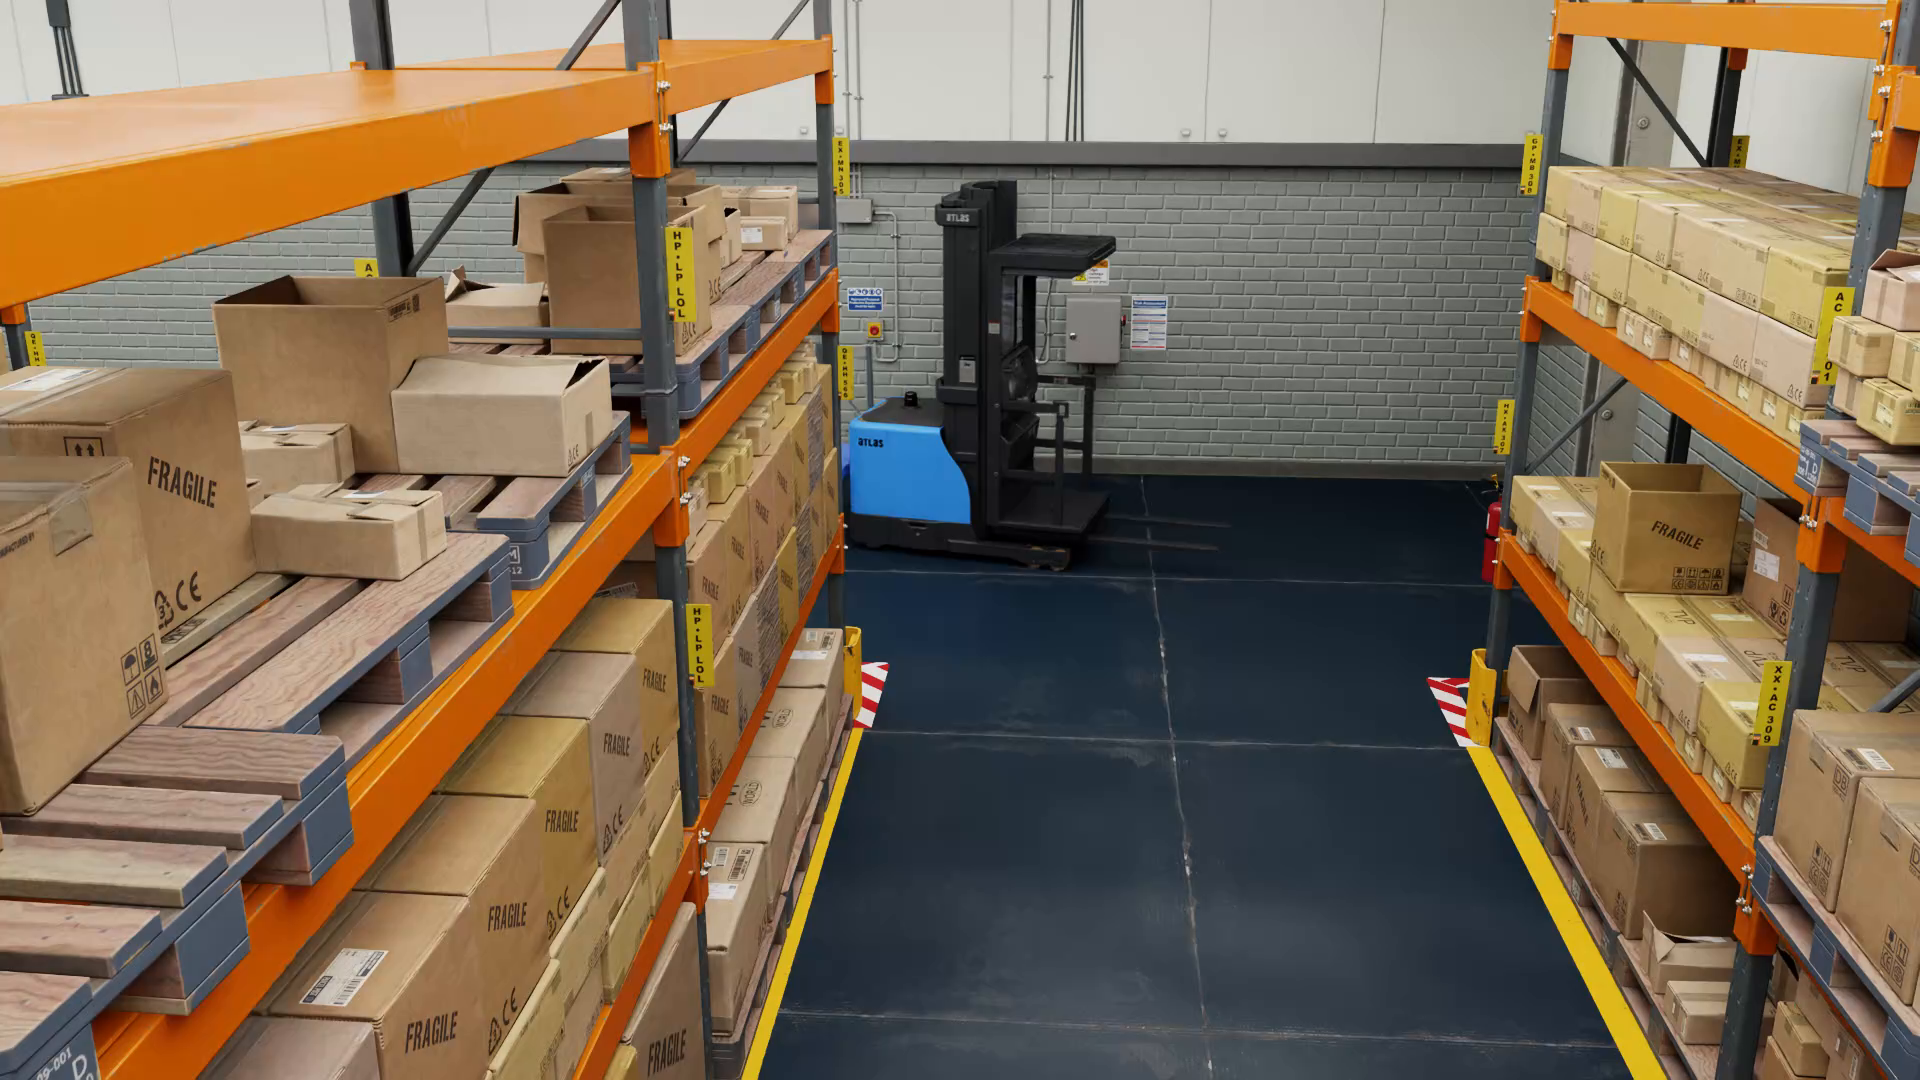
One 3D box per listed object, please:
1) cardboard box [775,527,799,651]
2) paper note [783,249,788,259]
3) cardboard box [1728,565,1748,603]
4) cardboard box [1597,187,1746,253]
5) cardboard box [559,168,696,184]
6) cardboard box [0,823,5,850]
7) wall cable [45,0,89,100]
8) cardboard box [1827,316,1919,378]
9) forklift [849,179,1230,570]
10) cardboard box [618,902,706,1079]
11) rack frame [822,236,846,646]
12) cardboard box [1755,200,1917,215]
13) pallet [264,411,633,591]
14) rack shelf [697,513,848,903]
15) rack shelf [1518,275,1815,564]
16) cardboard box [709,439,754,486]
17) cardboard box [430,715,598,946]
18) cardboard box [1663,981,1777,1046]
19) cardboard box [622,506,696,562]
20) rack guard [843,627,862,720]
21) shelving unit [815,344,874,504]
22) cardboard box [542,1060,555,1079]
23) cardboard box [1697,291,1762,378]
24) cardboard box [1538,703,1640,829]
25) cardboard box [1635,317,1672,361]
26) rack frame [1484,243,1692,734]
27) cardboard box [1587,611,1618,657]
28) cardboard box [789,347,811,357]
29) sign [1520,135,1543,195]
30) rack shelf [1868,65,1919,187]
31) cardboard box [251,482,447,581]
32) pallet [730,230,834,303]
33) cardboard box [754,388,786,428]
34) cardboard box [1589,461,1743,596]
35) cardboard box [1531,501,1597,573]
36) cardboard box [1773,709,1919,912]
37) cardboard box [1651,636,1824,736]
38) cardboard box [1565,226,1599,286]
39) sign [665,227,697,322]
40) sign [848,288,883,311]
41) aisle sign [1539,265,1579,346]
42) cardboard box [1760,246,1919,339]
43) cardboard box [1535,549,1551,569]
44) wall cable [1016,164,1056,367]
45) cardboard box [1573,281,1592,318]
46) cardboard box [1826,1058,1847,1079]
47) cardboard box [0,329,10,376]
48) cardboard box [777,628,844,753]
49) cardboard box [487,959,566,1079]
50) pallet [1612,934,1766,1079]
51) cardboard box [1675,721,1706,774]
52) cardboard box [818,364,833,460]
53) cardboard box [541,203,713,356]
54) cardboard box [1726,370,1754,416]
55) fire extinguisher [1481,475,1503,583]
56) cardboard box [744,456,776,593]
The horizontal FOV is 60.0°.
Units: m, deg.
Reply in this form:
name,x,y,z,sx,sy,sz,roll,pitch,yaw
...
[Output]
name,x,y,z,sx,sy,sz,roll,pitch,yaw
cardboard box,-1.096,0.238,8.219,0.500,0.500,0.500,2,18,6
paper note,-0.793,-1.308,7.600,0.006,0.032,0.123,1,18,4
cardboard box,3.844,0.318,7.898,0.500,0.250,0.500,1,18,4
cardboard box,3.368,-1.524,7.900,0.500,0.250,0.500,1,18,3
cardboard box,-1.517,-1.444,7.699,0.500,0.500,0.500,2,18,5
cardboard box,-1.920,0.344,2.400,0.797,0.503,0.637,0,18,1
wall cable,-7.265,-6.627,14.528,2.277,5.999,0.120,1,18,4
cardboard box,2.982,-0.606,5.229,0.380,0.149,0.250,2,18,6
forklift,0.662,-1.338,13.298,3.031,2.935,1.130,5,19,16
cardboard box,-1.475,1.900,6.044,0.875,0.875,0.875,2,18,6
rack frame,-1.223,-0.347,10.163,1.000,3.000,0.127,1,18,4
cardboard box,3.847,-1.349,7.366,0.500,0.250,0.500,1,18,4
pallet,-1.526,-0.153,5.062,0.805,0.209,1.217,1,18,2
rack shelf,-1.367,0.616,8.380,1.077,0.370,4.000,1,18,4
rack shelf,3.585,-0.699,7.578,1.077,0.370,4.000,1,18,4
cardboard box,-1.123,-0.345,7.352,0.380,0.149,0.250,1,18,2
cardboard box,-1.377,0.835,4.790,0.500,0.500,0.500,2,18,6
cardboard box,3.188,1.981,6.964,0.380,0.149,0.250,1,18,2
cardboard box,-1.228,-0.027,6.381,0.380,0.149,0.250,1,18,3
rack guard,-1.221,0.834,10.575,1.175,0.500,0.348,1,18,4
shelving unit,-1.119,-0.791,13.913,0.538,1.500,1.048,4,19,16
cardboard box,-1.416,1.587,4.503,0.500,0.250,0.500,1,18,4
cardboard box,3.253,-0.807,6.515,0.500,0.250,0.500,1,18,2
cardboard box,3.490,1.204,8.772,0.700,0.500,0.500,2,18,6
cardboard box,3.253,-0.898,7.432,0.380,0.149,0.250,2,18,5
rack frame,3.728,-0.237,9.829,1.000,3.000,0.127,1,18,4
cardboard box,3.290,0.460,8.106,0.380,0.149,0.250,2,18,5
cardboard box,-1.043,-0.982,9.295,0.380,0.149,0.250,2,18,5
sign,3.187,-2.090,9.262,0.100,0.325,0.005,1,18,4
rack shelf,3.298,-0.692,3.382,1.077,0.370,4.000,1,18,4
cardboard box,-1.496,-0.028,4.073,0.380,0.166,0.250,3,18,9
pallet,-1.266,-1.499,9.006,1.003,0.211,1.213,1,18,4
cardboard box,-1.086,-0.664,8.324,0.380,0.149,0.250,2,18,5
cardboard box,3.320,-0.063,7.855,0.500,0.500,0.500,2,18,5
cardboard box,3.391,-0.015,8.916,0.500,0.250,0.500,1,18,5
cardboard box,3.183,0.904,5.513,0.700,0.500,0.500,2,18,5
cardboard box,3.256,0.616,6.990,0.500,0.250,0.500,1,18,4
cardboard box,3.408,-1.442,8.454,0.500,0.250,0.500,2,18,5
sign,-0.968,-0.916,5.748,0.100,0.325,0.005,1,18,4
sign,-0.886,-2.247,15.529,0.327,0.218,0.001,1,18,4
aisle sign,3.440,-1.500,9.509,0.394,0.787,0.004,1,18,4
cardboard box,3.237,-0.890,5.964,0.500,0.250,0.500,1,18,4
cardboard box,3.459,0.058,9.331,0.380,0.149,0.250,2,18,5
wall cable,0.573,-2.553,15.266,0.588,1.984,0.122,1,18,4
cardboard box,3.325,-1.213,8.393,0.380,0.149,0.250,2,18,5
cardboard box,3.207,1.879,5.671,0.380,0.149,0.250,1,18,2
cardboard box,-5.952,-0.942,9.737,0.500,0.500,0.500,1,18,3
cardboard box,-1.171,0.879,9.865,0.875,0.438,0.875,1,18,2
cardboard box,-1.378,1.348,4.431,0.500,0.250,0.500,2,18,5
pallet,3.491,2.117,7.122,1.003,0.211,1.213,1,18,4
cardboard box,3.204,0.858,6.892,0.380,0.149,0.250,2,18,5
cardboard box,-1.020,-0.714,9.519,0.500,0.500,0.500,2,18,6
cardboard box,-1.258,-1.002,6.352,0.500,0.500,0.500,2,18,5
cardboard box,3.221,-0.578,6.456,0.380,0.149,0.250,2,18,6
fire extinguisher,3.278,-0.079,10.070,0.296,0.674,0.183,1,18,4
cardboard box,-1.144,-0.085,7.599,0.500,0.500,0.500,2,18,5
